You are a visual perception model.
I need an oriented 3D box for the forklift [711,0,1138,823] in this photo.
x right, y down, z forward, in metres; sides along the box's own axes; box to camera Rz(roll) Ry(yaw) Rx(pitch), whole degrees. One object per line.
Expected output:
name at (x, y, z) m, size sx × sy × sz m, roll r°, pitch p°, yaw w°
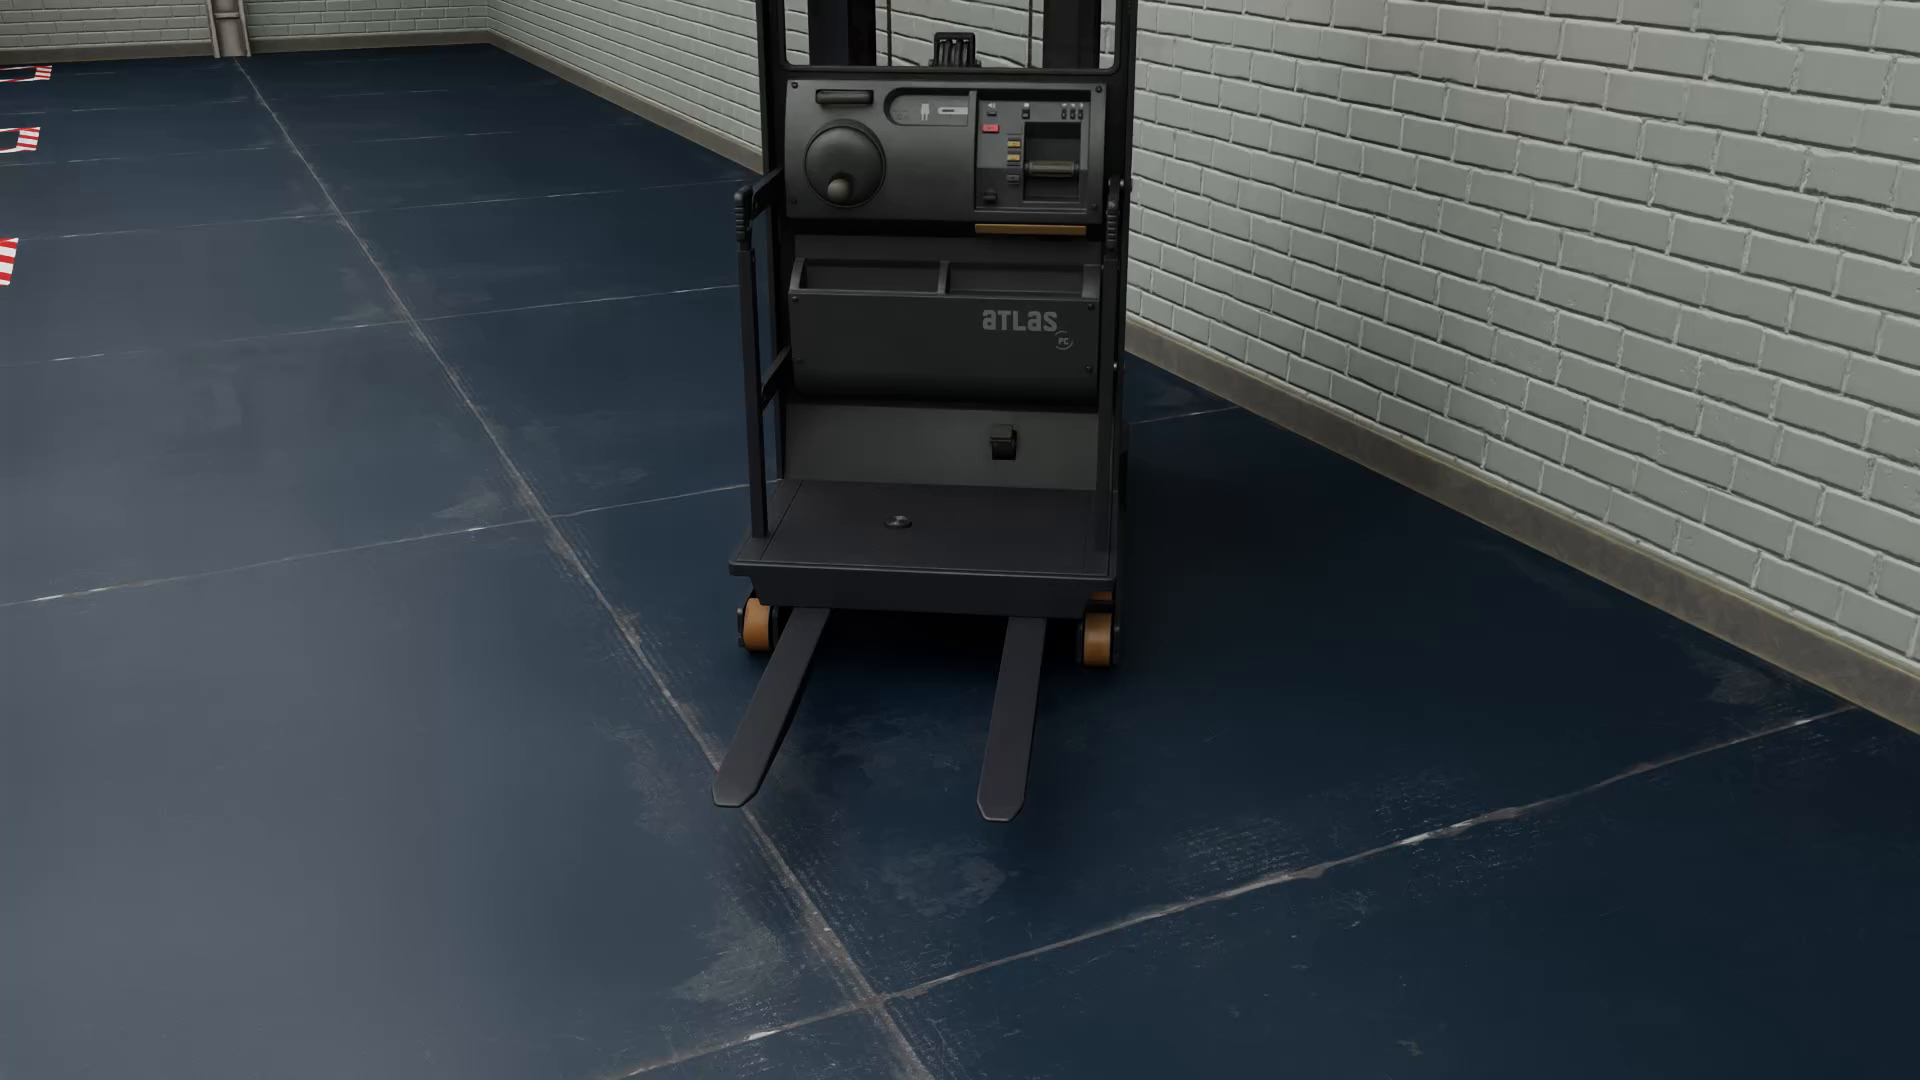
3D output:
forklift at (-0.064, -1.117, 4.617) m, size 1.130 × 2.935 × 3.031 m, roll 2°, pitch 23°, yaw 5°

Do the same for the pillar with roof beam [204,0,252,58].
pillar with roof beam at (-6.628, -8.332, 14.113) m, size 0.400 × 9.000 × 9.100 m, roll -10°, pitch 25°, yaw -24°
